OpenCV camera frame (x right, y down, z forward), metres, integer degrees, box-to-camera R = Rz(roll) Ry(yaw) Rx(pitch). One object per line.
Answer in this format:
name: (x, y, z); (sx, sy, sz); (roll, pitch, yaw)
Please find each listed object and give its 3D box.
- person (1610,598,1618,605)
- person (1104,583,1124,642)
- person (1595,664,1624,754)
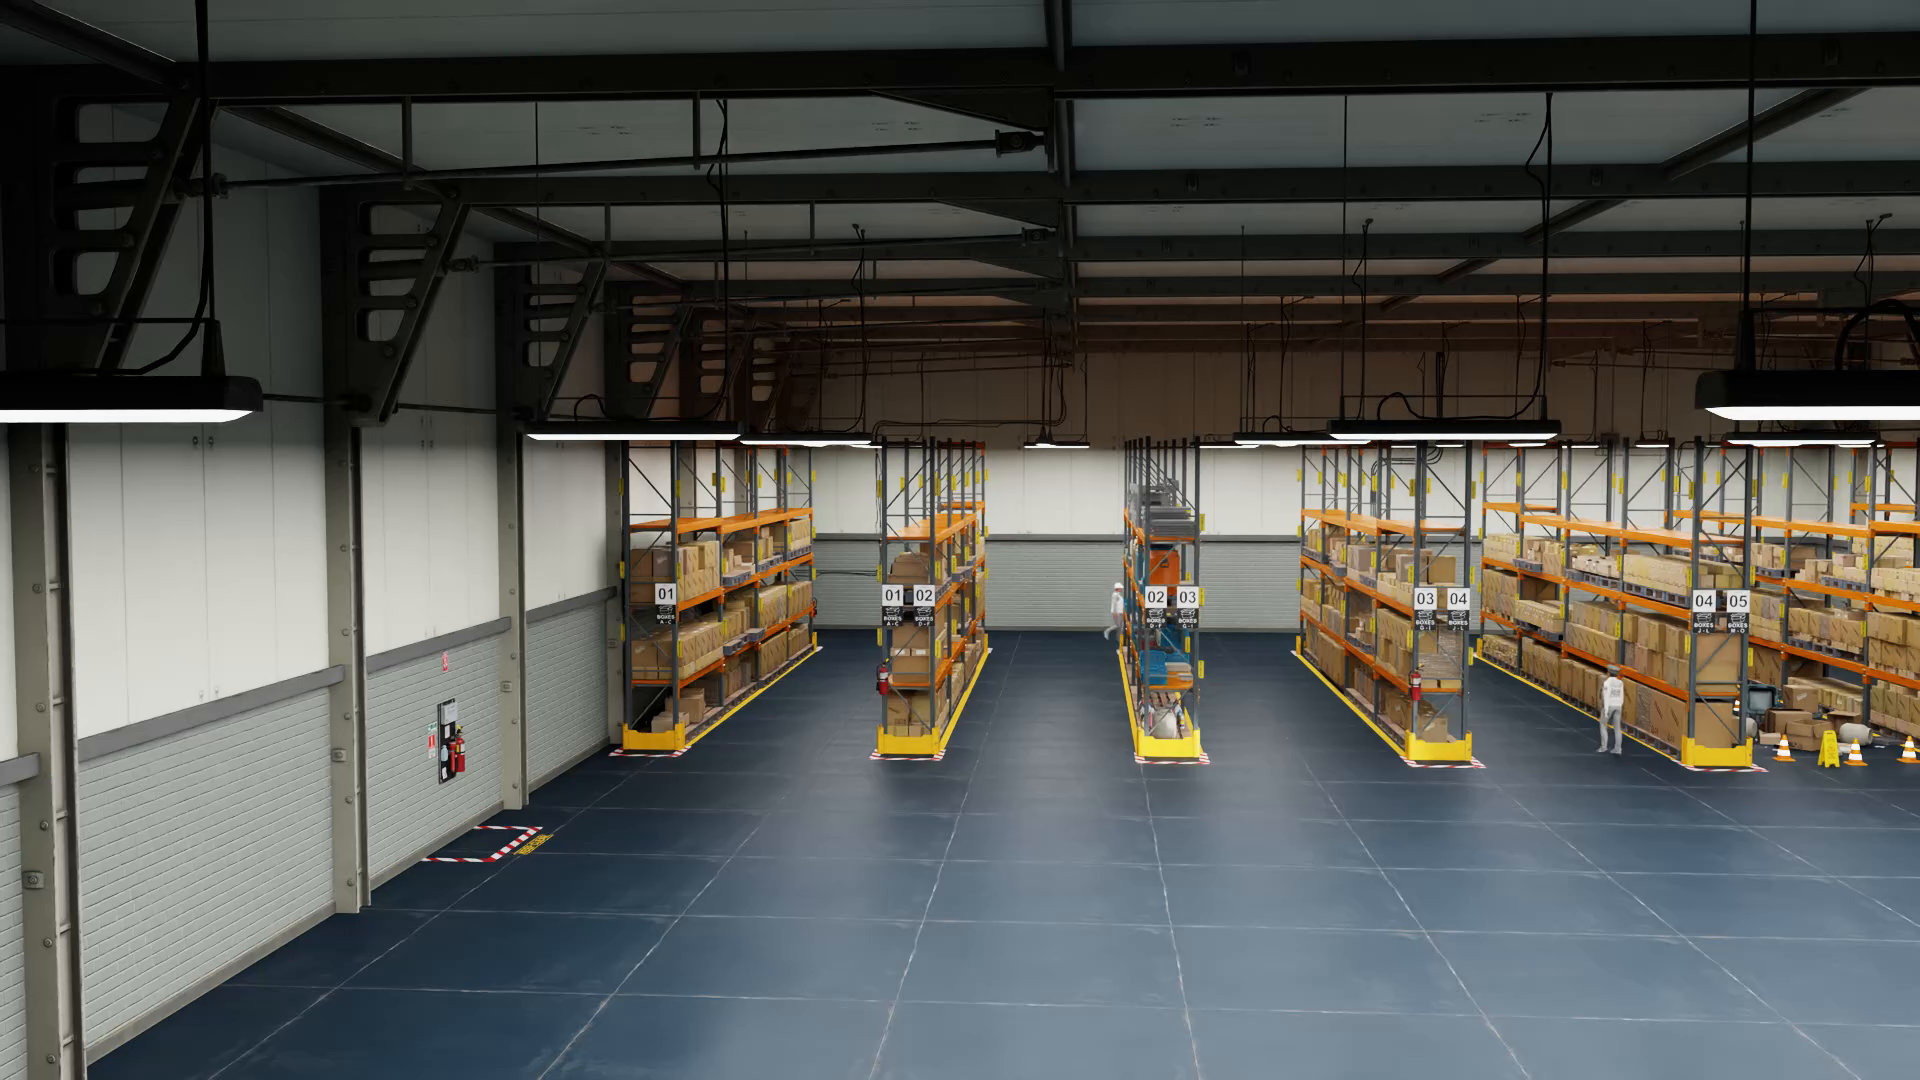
person: (17.997, 2.399, 45.701); (0.928, 1.761, 0.577); (2, 4, 36)
person: (4.660, 2.169, 49.832); (0.659, 1.764, 0.579); (1, 3, 19)
person: (12.367, 3.225, 31.456); (0.483, 1.726, 0.591); (0, 3, -6)
